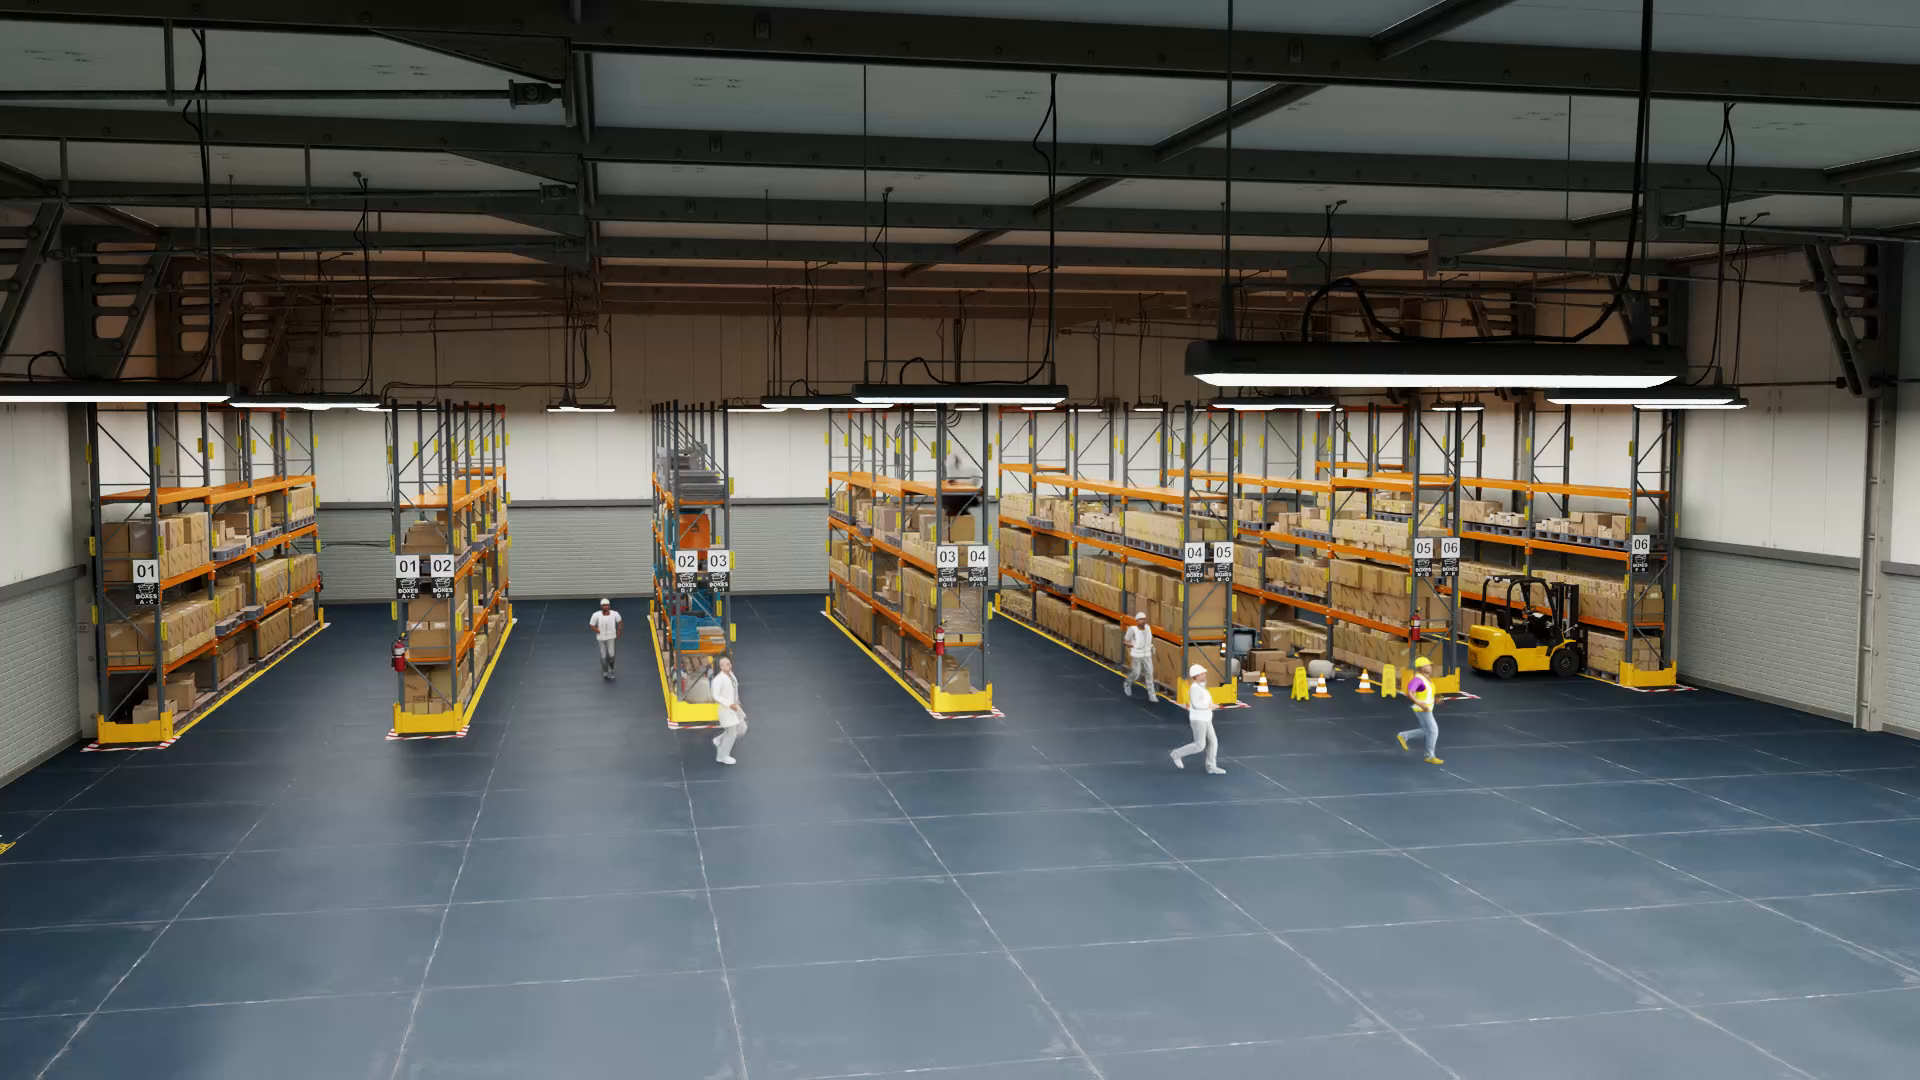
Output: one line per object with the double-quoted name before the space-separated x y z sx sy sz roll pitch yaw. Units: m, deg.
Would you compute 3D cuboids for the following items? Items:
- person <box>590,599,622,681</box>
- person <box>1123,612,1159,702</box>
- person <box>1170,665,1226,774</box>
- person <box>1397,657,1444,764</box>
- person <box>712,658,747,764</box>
"person" -7.639 2.147 35.864 0.684 1.767 0.696 -1 4 -10
"person" 3.589 2.306 33.081 0.729 1.763 0.993 -2 5 -30
"person" 3.803 2.853 26.473 0.878 1.746 0.670 1 5 18
"person" 7.590 2.799 27.417 0.796 1.747 0.700 2 5 26
"person" -3.817 2.804 27.348 0.571 1.732 0.717 1 5 19
